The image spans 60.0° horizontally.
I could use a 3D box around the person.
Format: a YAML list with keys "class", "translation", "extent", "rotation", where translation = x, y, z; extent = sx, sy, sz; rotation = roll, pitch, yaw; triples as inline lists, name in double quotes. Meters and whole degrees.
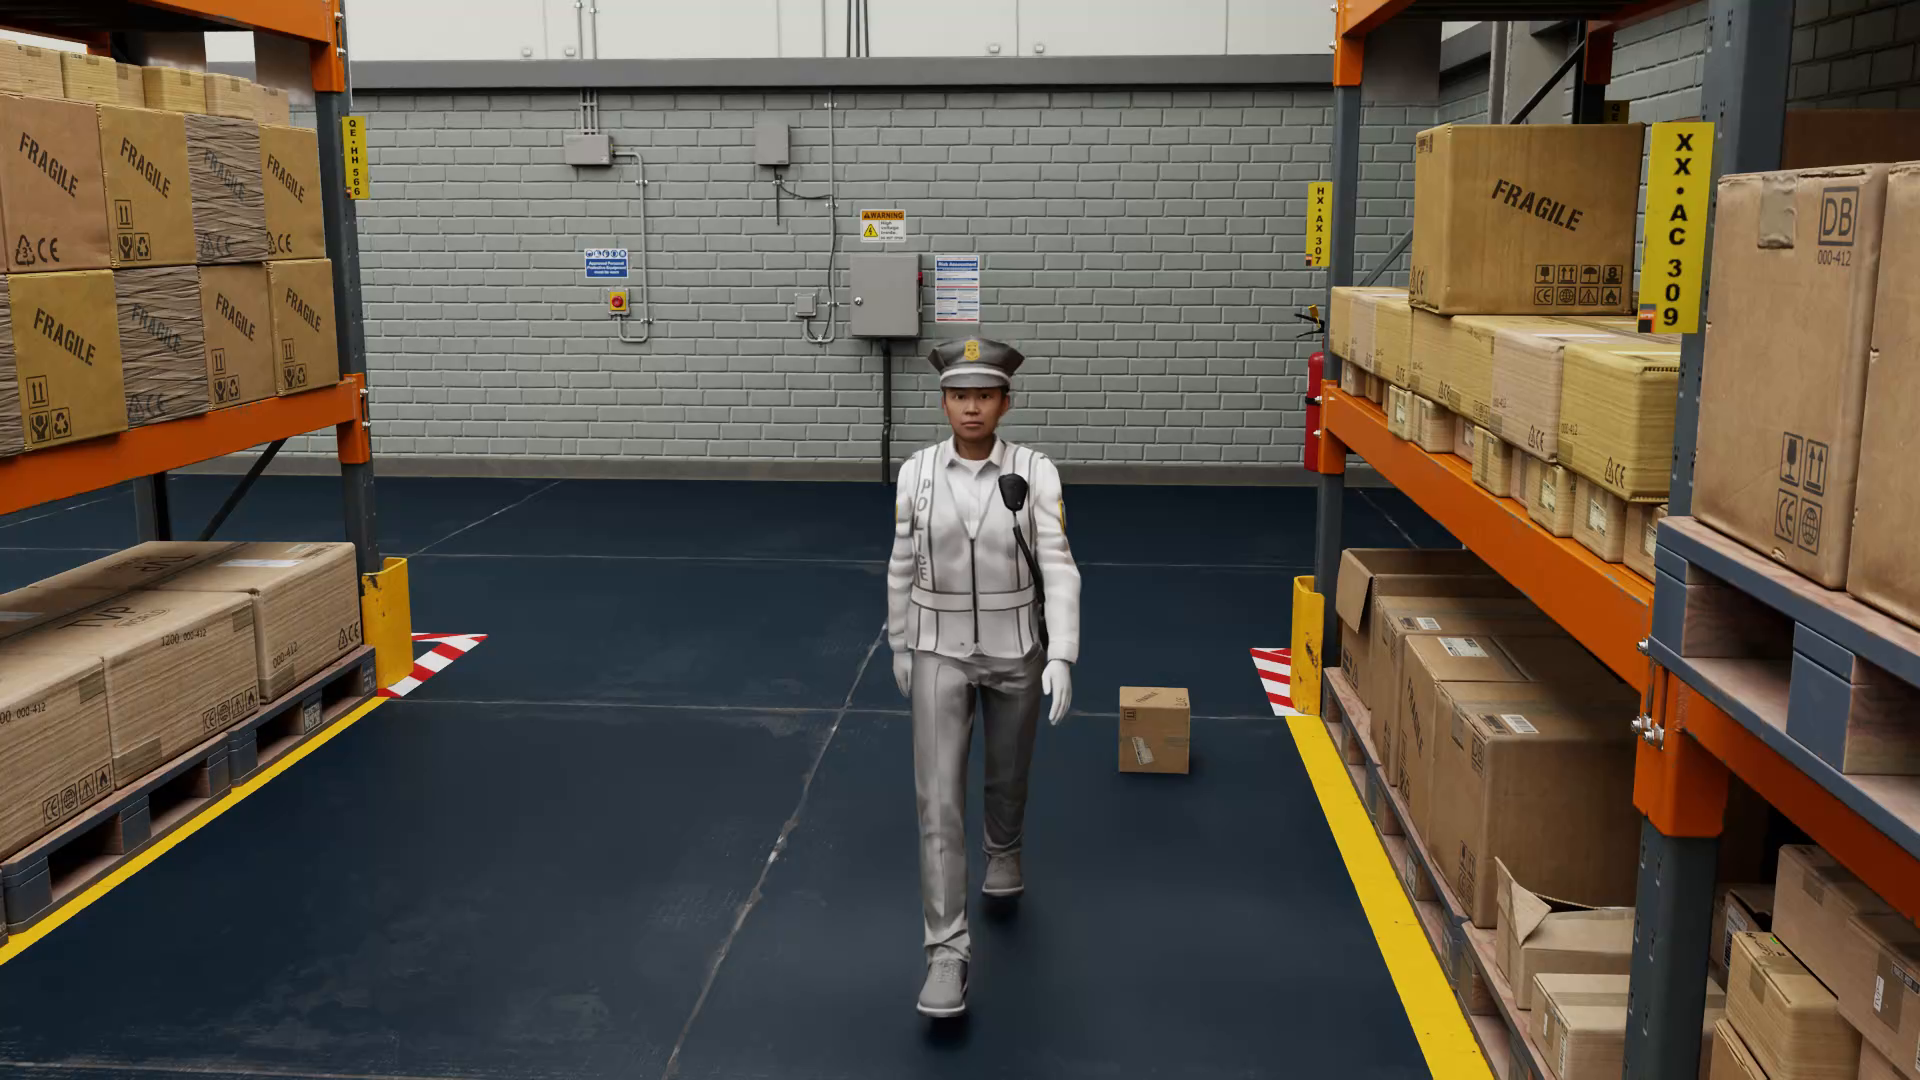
- class: "person"
  translation: [0.057, 0.289, 4.304]
  extent: [0.506, 1.631, 1.025]
  rotation: [0, 11, 1]
